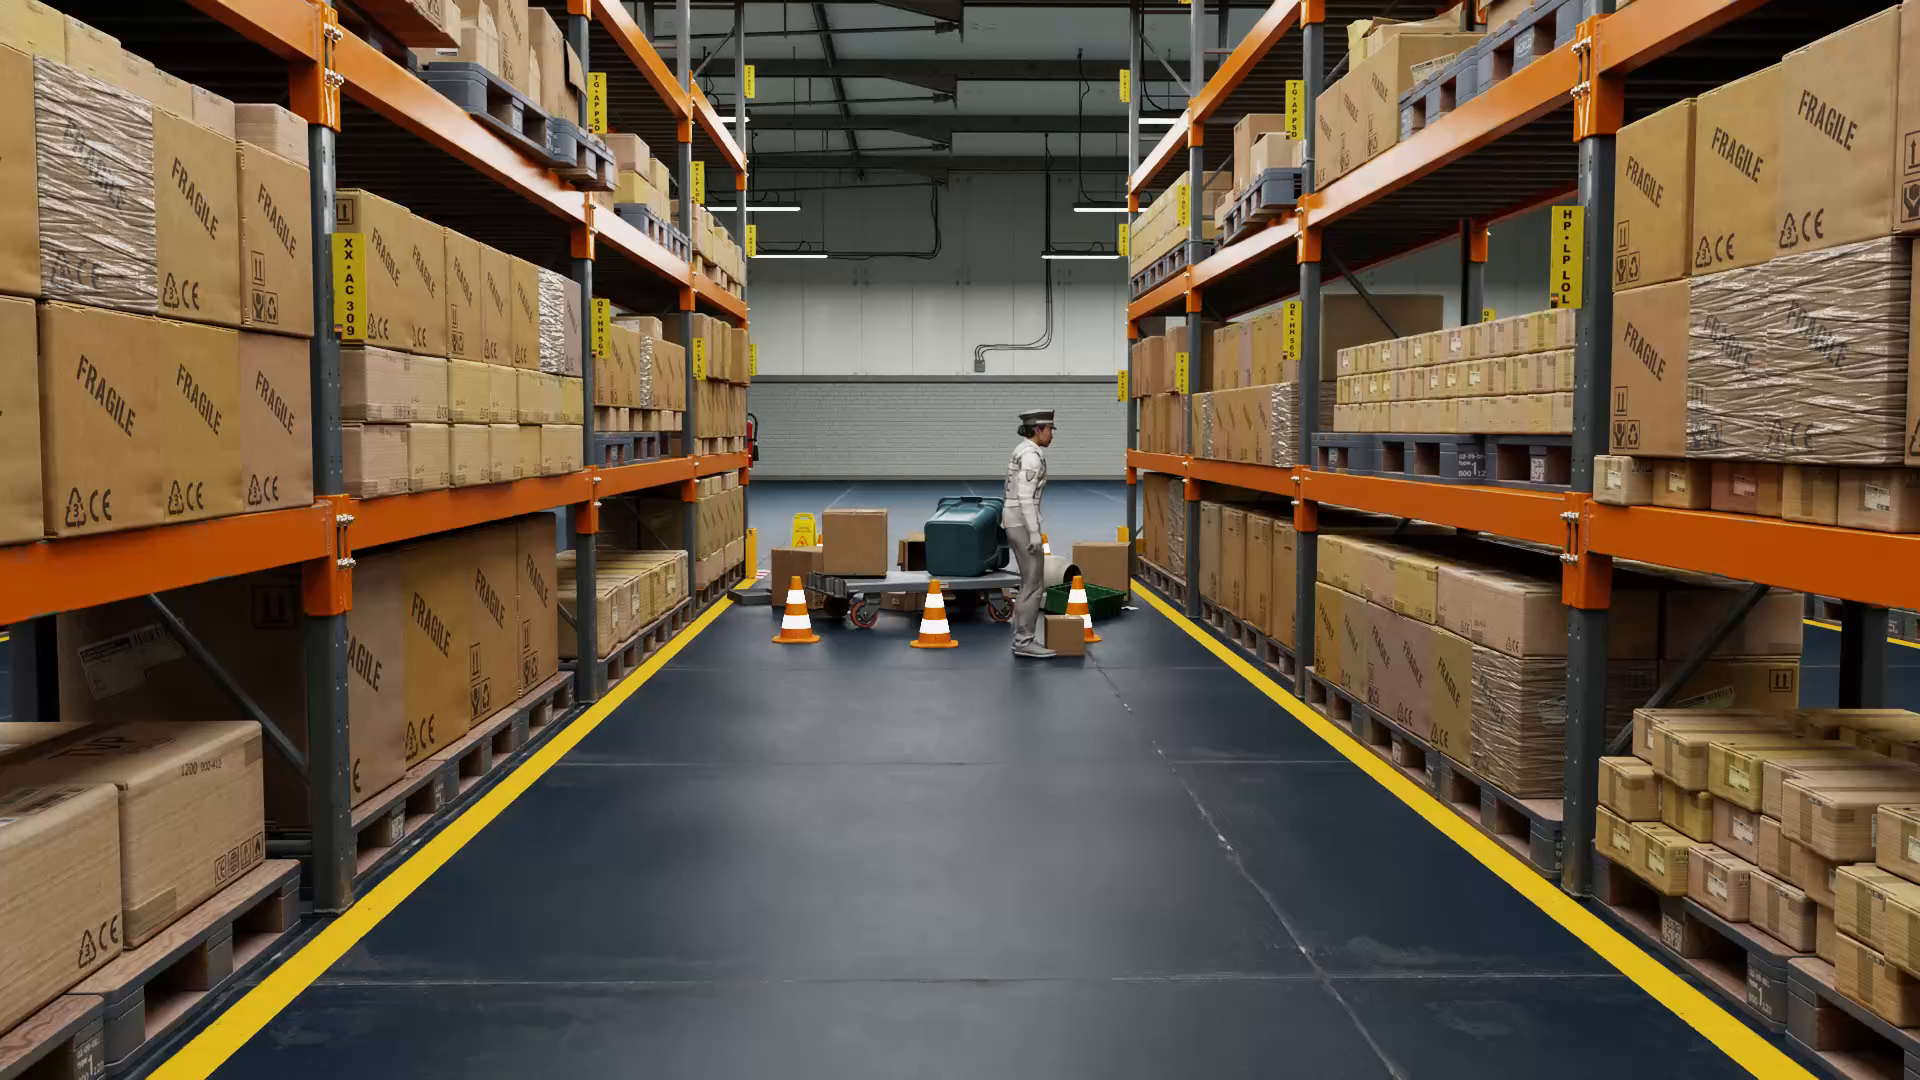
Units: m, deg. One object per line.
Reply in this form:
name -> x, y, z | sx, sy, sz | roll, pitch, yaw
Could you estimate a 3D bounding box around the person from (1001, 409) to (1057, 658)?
person -> 0.469, -0.054, 11.268 | 0.376, 1.663, 0.527 | 0, 4, -2
